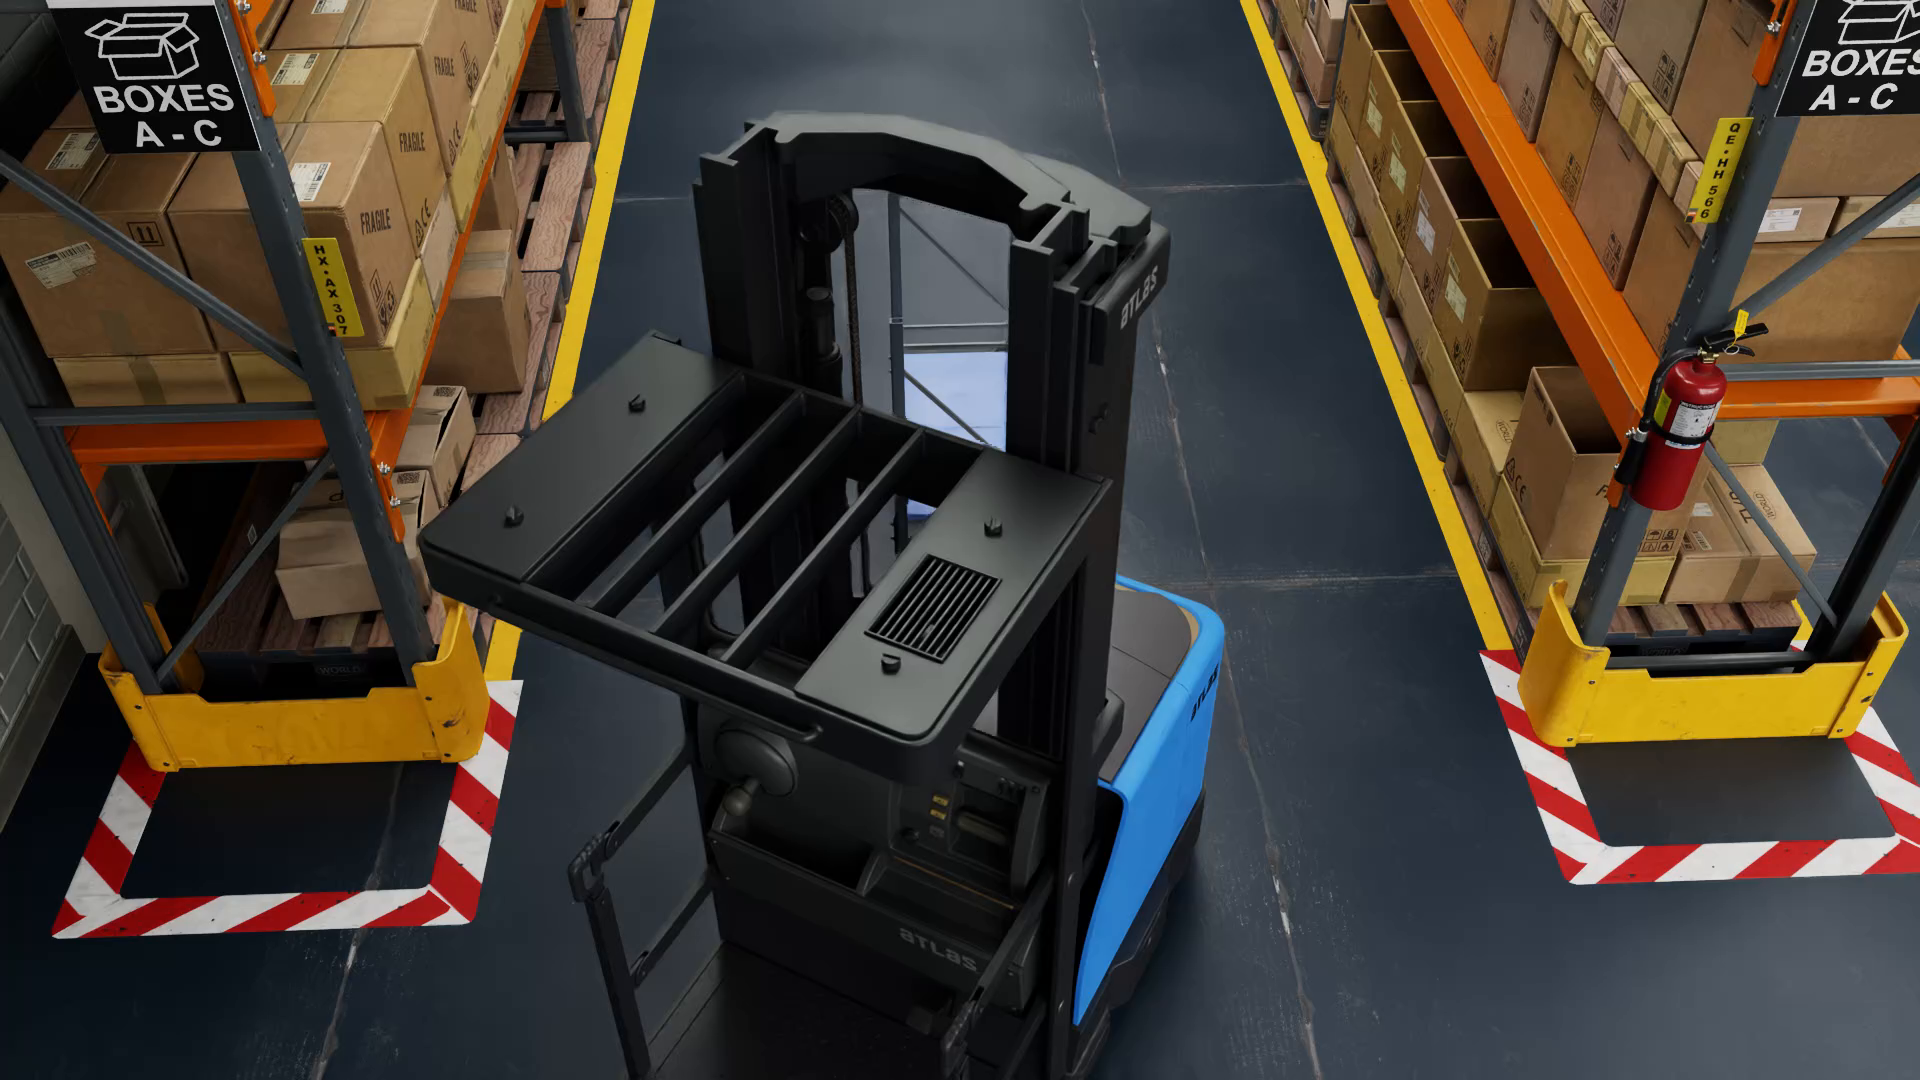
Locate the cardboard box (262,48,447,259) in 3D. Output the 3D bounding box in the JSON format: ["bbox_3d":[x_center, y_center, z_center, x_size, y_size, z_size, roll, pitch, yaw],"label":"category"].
[{"bbox_3d":[-2.031,-1.263,5.449,0.500,0.500,0.500,-2,43,-2],"label":"cardboard box"}]

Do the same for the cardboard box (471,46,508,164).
[{"bbox_3d":[-2.074,-1.695,6.476,0.500,0.250,0.500,-1,43,-1],"label":"cardboard box"}]

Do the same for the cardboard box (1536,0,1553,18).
[{"bbox_3d":[2.375,-2.089,6.256,0.380,0.149,0.250,-2,43,-2],"label":"cardboard box"}]

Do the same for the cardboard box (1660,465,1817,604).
[{"bbox_3d":[2.849,-0.024,6.280,0.500,0.250,0.500,-2,43,-2],"label":"cardboard box"}]

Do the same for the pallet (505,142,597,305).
[{"bbox_3d":[-2.406,-1.589,8.328,1.003,0.211,1.213,-2,43,-2],"label":"pallet"}]

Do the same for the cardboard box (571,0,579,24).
[{"bbox_3d":[-2.589,-3.154,9.496,0.700,0.500,0.500,-2,43,-3],"label":"cardboard box"}]

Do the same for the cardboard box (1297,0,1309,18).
[{"bbox_3d":[2.148,-3.178,9.307,0.500,0.311,0.500,-1,43,-1],"label":"cardboard box"}]

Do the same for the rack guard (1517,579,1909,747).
[{"bbox_3d":[2.650,0.424,5.918,1.175,0.500,0.348,-2,43,-2],"label":"rack guard"}]

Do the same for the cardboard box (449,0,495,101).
[{"bbox_3d":[-2.080,-1.960,6.209,0.500,0.500,0.500,0,43,0],"label":"cardboard box"}]

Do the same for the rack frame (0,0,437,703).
[{"bbox_3d":[-2.300,-0.369,4.933,1.000,3.000,0.127,-2,43,-2],"label":"rack frame"}]

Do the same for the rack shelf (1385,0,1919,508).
[{"bbox_3d":[2.565,-1.599,6.807,1.077,0.370,4.000,-2,43,-2],"label":"rack shelf"}]

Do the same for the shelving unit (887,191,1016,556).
[{"bbox_3d":[0.004,-0.495,6.180,0.538,1.500,1.048,-2,43,-2],"label":"shelving unit"}]

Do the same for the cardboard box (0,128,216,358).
[{"bbox_3d":[-2.532,-0.910,5.064,0.500,0.500,0.500,-2,43,-2],"label":"cardboard box"}]

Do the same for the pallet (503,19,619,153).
[{"bbox_3d":[-2.504,-2.567,9.395,1.003,0.211,1.213,-2,43,-2],"label":"pallet"}]

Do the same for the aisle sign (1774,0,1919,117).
[{"bbox_3d":[2.359,-1.419,4.155,0.394,0.787,0.004,-2,43,-2],"label":"aisle sign"}]

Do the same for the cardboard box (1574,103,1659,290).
[{"bbox_3d":[2.615,-1.221,5.788,0.700,0.500,0.500,-1,43,-1],"label":"cardboard box"}]

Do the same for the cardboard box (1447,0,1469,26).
[{"bbox_3d":[2.534,-2.596,7.288,0.700,0.500,0.500,-2,43,-2],"label":"cardboard box"}]

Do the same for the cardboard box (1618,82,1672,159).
[{"bbox_3d":[2.419,-1.392,5.494,0.380,0.149,0.250,-2,43,-2],"label":"cardboard box"}]

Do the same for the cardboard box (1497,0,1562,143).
[{"bbox_3d":[2.574,-1.911,6.541,0.700,0.500,0.500,0,43,-1],"label":"cardboard box"}]

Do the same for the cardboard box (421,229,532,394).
[{"bbox_3d":[-2.245,-0.961,7.103,0.700,0.500,0.500,-4,43,-4],"label":"cardboard box"}]

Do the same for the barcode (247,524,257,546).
[{"bbox_3d":[-2.640,-0.014,6.203,0.001,0.075,0.075,-2,43,-2],"label":"barcode"}]

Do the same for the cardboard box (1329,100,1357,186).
[{"bbox_3d":[2.196,-2.034,8.473,0.500,0.250,0.500,-2,43,-2],"label":"cardboard box"}]

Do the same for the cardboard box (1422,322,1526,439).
[{"bbox_3d":[2.275,-0.683,7.000,0.500,0.250,0.500,-2,43,-2],"label":"cardboard box"}]

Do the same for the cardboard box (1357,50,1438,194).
[{"bbox_3d":[2.216,-1.973,7.851,0.500,0.500,0.500,-2,43,-2],"label":"cardboard box"}]

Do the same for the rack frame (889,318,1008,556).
[{"bbox_3d":[0.025,-0.152,5.806,0.500,1.500,0.032,-2,43,-2],"label":"rack frame"}]

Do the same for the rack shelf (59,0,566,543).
[{"bbox_3d":[-2.385,-1.454,6.649,1.077,0.370,4.000,-2,43,-2],"label":"rack shelf"}]

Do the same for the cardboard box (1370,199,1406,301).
[{"bbox_3d":[2.229,-1.358,7.736,0.500,0.250,0.500,-2,43,-2],"label":"cardboard box"}]

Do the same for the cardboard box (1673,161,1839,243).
[{"bbox_3d":[2.443,-1.042,5.113,0.380,0.149,0.250,-2,43,-3],"label":"cardboard box"}]

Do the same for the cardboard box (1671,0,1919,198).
[{"bbox_3d":[2.640,-1.380,5.002,0.700,0.500,0.500,-1,43,-2],"label":"cardboard box"}]

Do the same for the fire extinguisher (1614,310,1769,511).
[{"bbox_3d":[2.190,-0.392,5.015,0.296,0.674,0.183,-2,43,-2],"label":"fire extinguisher"}]

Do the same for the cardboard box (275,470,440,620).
[{"bbox_3d":[-2.239,-0.010,6.205,0.500,0.311,0.500,-6,43,-7],"label":"cardboard box"}]

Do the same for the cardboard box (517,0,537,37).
[{"bbox_3d":[-2.134,-2.374,7.216,0.500,0.250,0.500,-1,43,-2],"label":"cardboard box"}]

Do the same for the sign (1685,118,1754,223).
[{"bbox_3d":[2.107,-1.022,4.613,0.100,0.325,0.005,-2,43,-2],"label":"sign"}]

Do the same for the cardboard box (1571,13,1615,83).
[{"bbox_3d":[2.399,-1.739,5.873,0.380,0.149,0.250,0,43,0],"label":"cardboard box"}]

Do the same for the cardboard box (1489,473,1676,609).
[{"bbox_3d":[2.331,-0.009,6.264,0.500,0.250,0.500,-2,43,-2],"label":"cardboard box"}]

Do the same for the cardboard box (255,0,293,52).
[{"bbox_3d":[-2.570,-1.599,5.816,0.500,0.500,0.500,-3,43,-3],"label":"cardboard box"}]

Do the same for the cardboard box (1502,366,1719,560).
[{"bbox_3d":[2.329,-0.285,6.010,0.500,0.500,0.500,-2,43,-2],"label":"cardboard box"}]

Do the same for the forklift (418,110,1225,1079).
[{"bbox_3d":[-0.325,0.655,3.866,1.130,2.935,3.031,19,46,20],"label":"forklift"}]

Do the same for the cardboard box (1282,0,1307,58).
[{"bbox_3d":[2.153,-2.969,9.493,0.500,0.250,0.500,-2,43,-2],"label":"cardboard box"}]

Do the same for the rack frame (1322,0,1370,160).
[{"bbox_3d":[2.480,-3.214,8.037,1.000,3.000,0.127,-2,43,-2],"label":"rack frame"}]

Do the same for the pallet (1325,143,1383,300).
[{"bbox_3d":[2.471,-1.648,8.392,1.003,0.211,1.213,-2,43,-2],"label":"pallet"}]

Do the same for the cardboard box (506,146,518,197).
[{"bbox_3d":[-2.417,-1.827,8.295,0.380,0.166,0.250,-7,43,-7],"label":"cardboard box"}]

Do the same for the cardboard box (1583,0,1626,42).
[{"bbox_3d":[2.590,-2.075,5.760,0.700,0.500,0.500,-1,43,-2],"label":"cardboard box"}]

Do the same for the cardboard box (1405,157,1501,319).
[{"bbox_3d":[2.252,-1.297,7.115,0.500,0.500,0.500,-2,43,-2],"label":"cardboard box"}]

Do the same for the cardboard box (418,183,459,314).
[{"bbox_3d":[-2.039,-1.010,5.728,0.500,0.250,0.500,-3,43,-3],"label":"cardboard box"}]

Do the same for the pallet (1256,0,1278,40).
[{"bbox_3d":[2.354,-3.508,10.421,1.003,0.211,1.213,-2,43,-2],"label":"pallet"}]

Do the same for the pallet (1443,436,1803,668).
[{"bbox_3d":[2.575,-0.001,6.595,1.003,0.211,1.213,-2,43,-2],"label":"pallet"}]
